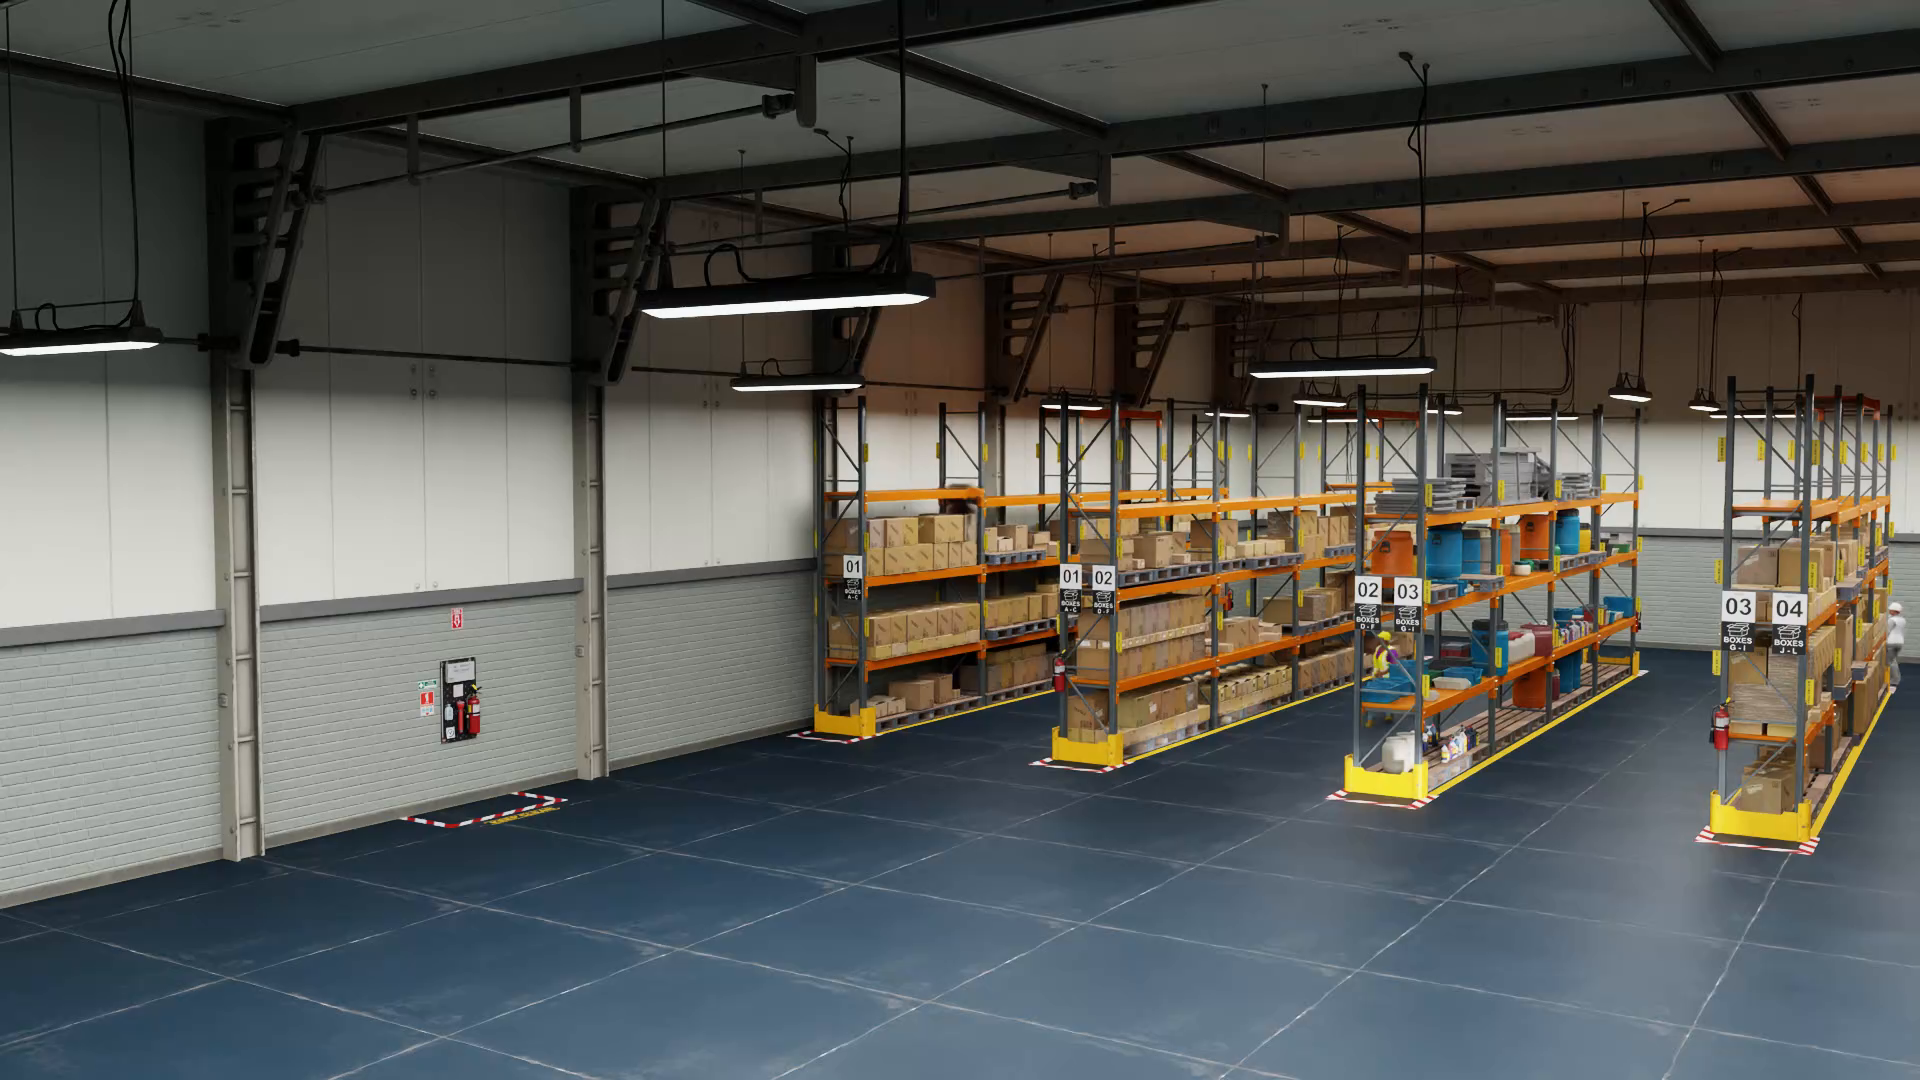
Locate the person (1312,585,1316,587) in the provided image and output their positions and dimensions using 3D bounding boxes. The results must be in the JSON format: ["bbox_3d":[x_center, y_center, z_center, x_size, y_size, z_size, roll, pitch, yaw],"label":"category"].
[{"bbox_3d":[8.969,1.949,42.059,0.592,1.633,0.953,1,3,11],"label":"person"}]

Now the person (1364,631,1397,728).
[{"bbox_3d":[7.800,2.546,30.549,0.523,1.749,0.994,2,4,35],"label":"person"}]

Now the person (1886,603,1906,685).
[{"bbox_3d":[20.085,2.254,35.826,0.570,1.808,0.502,0,3,-7],"label":"person"}]
